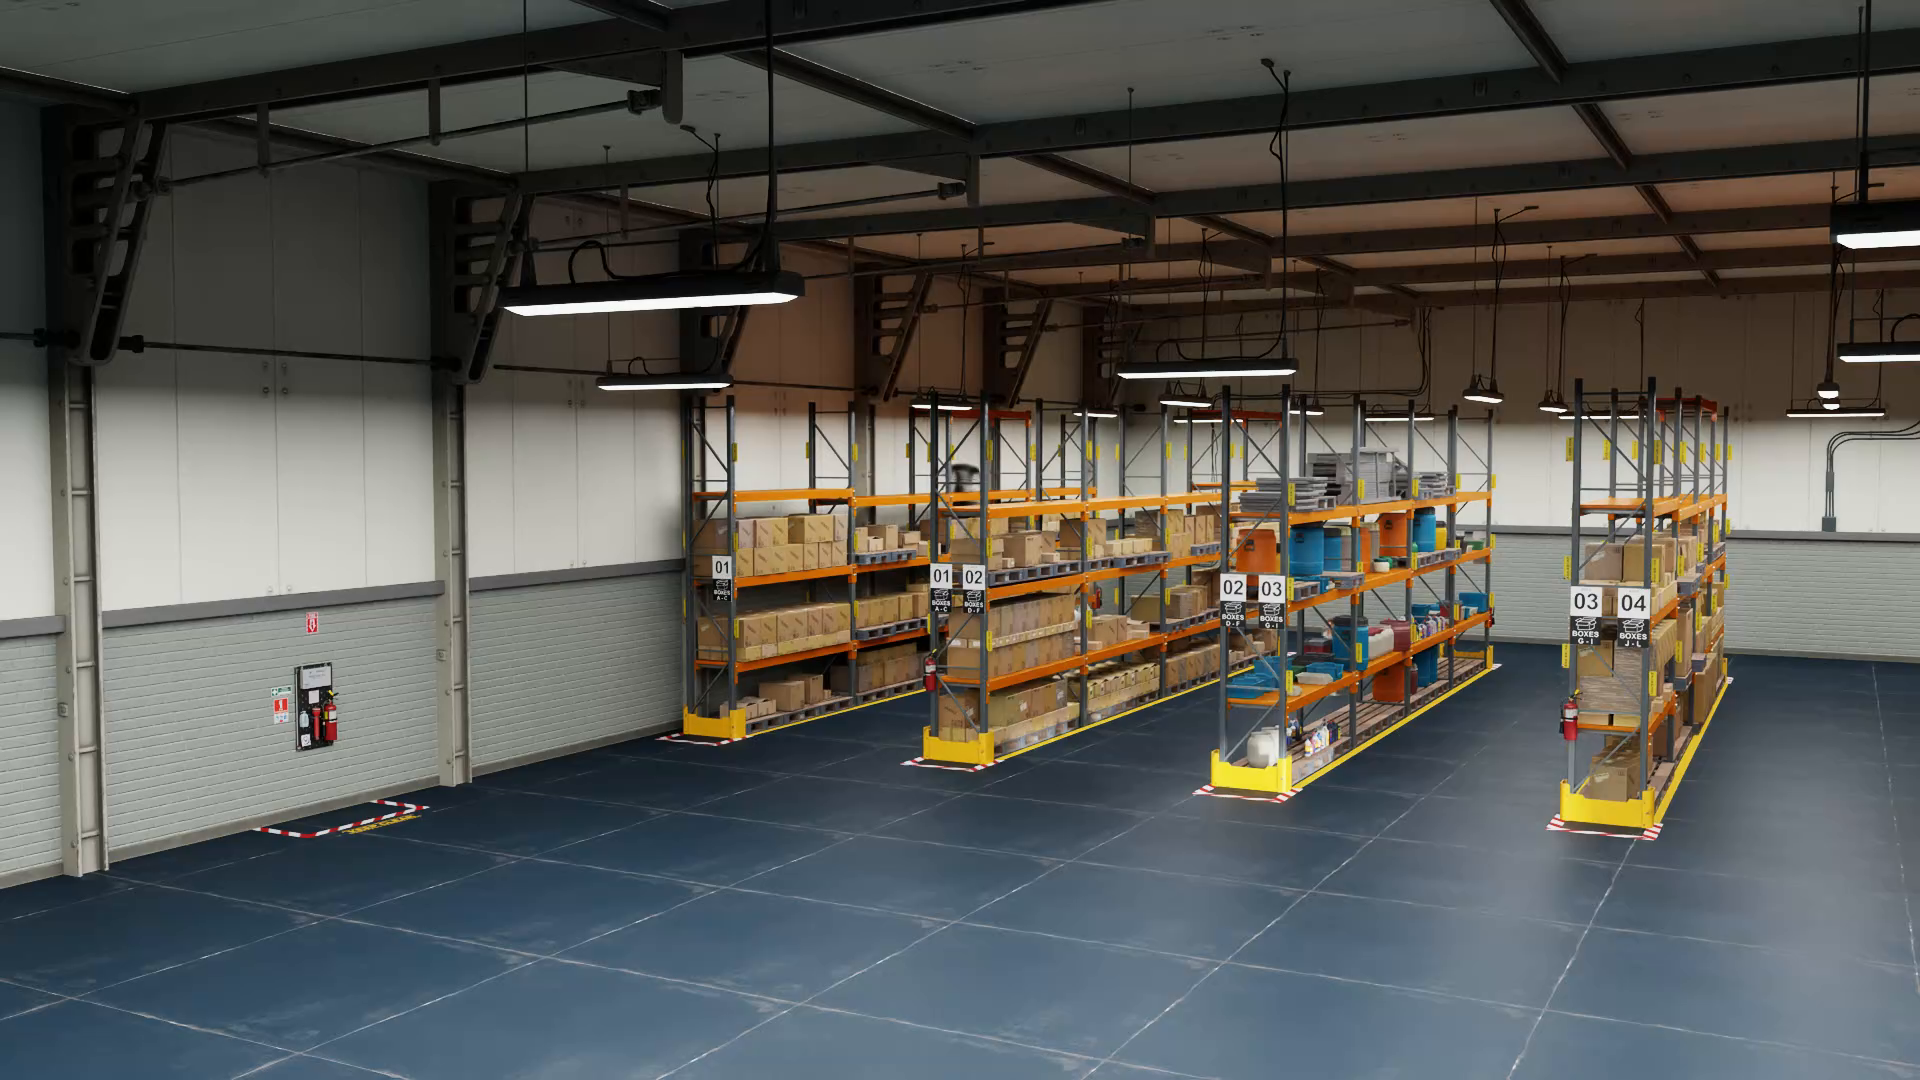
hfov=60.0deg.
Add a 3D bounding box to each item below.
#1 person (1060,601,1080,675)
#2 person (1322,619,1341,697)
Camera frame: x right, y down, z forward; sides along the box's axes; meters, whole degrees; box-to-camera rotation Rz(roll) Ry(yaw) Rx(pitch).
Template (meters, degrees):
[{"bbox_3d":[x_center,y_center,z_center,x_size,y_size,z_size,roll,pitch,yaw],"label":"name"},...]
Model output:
[{"bbox_3d":[2.394,2.170,37.176,0.627,1.821,0.735,1,3,18],"label":"person"},{"bbox_3d":[7.554,2.400,33.825,0.697,1.617,0.562,-2,4,-40],"label":"person"}]
